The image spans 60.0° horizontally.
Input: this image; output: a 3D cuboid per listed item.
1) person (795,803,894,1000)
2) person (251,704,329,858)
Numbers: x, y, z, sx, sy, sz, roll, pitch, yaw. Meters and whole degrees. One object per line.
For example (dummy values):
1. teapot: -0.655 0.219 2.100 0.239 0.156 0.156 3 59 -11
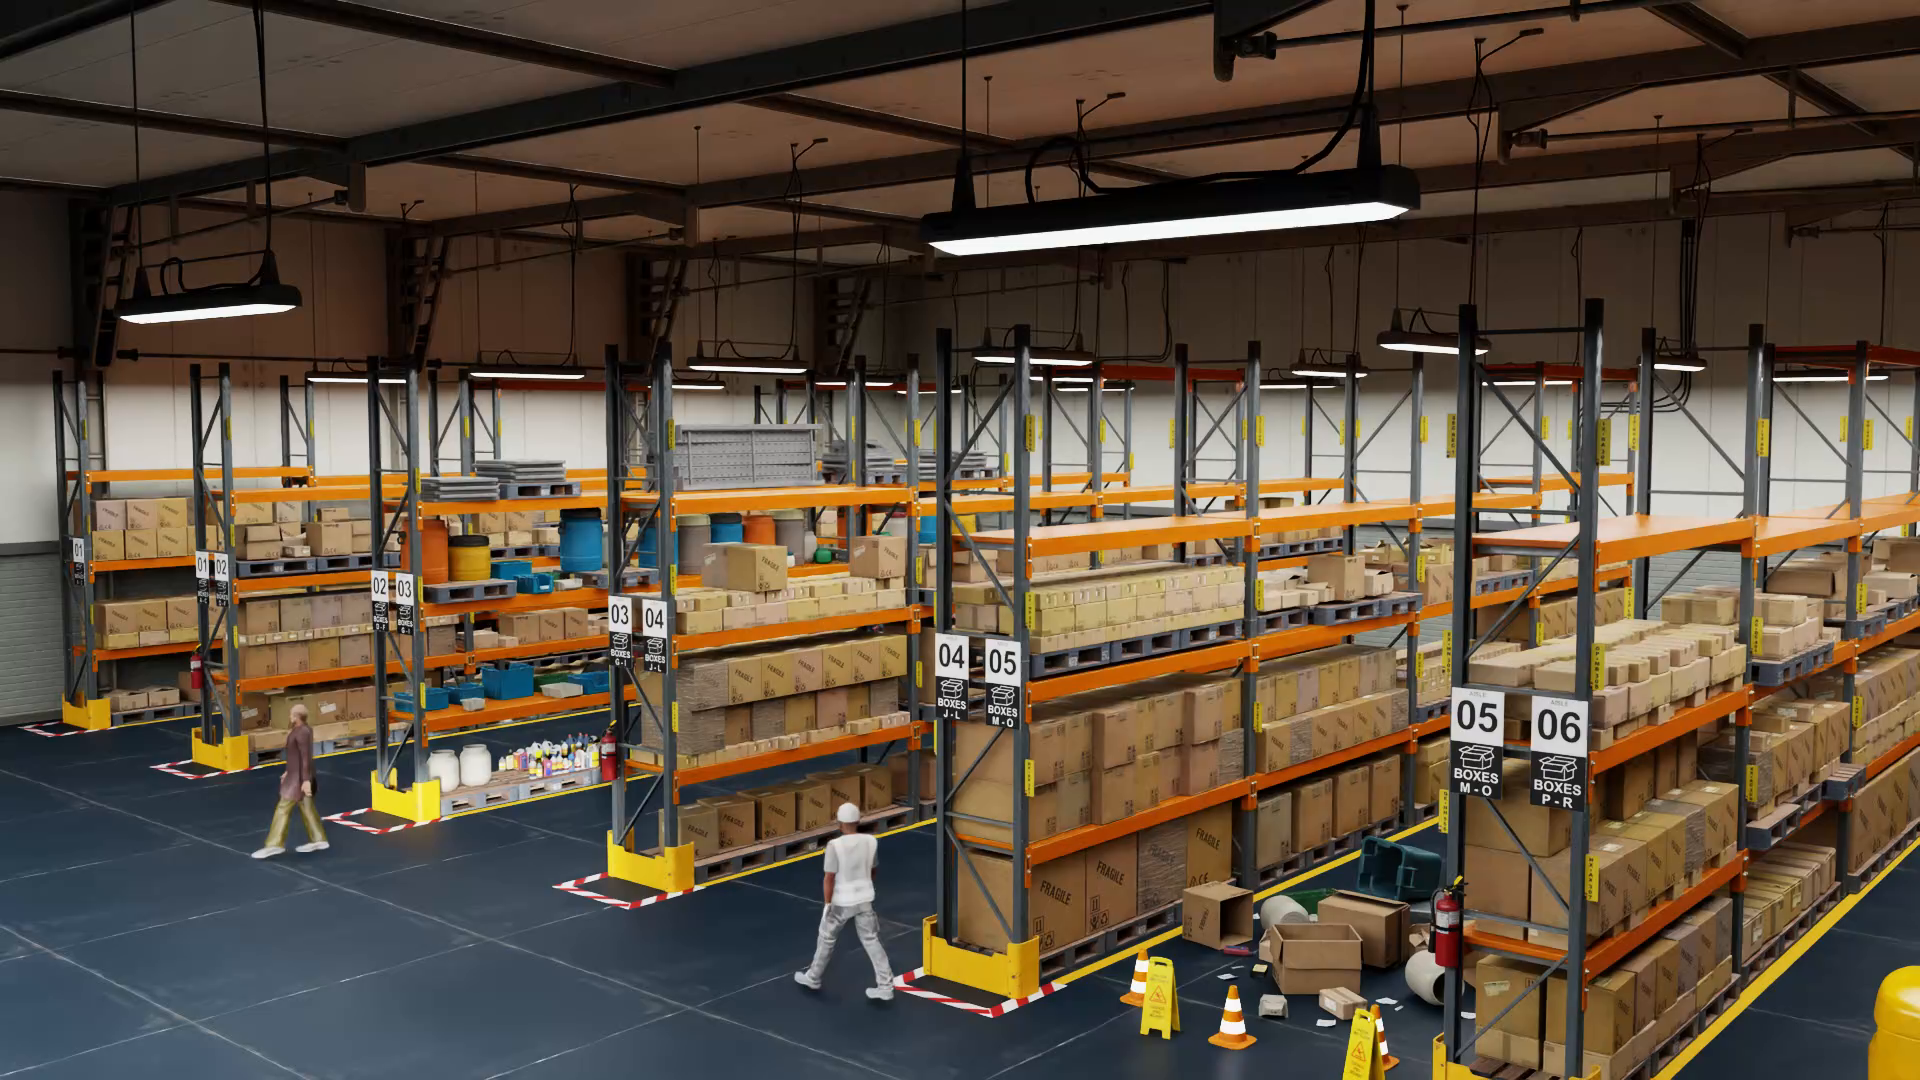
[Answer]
1. person: -1.026 3.211 14.909 0.583 1.727 1.057 -3 5 -40
2. person: -7.963 2.843 19.780 0.817 1.776 0.637 -1 4 -12
